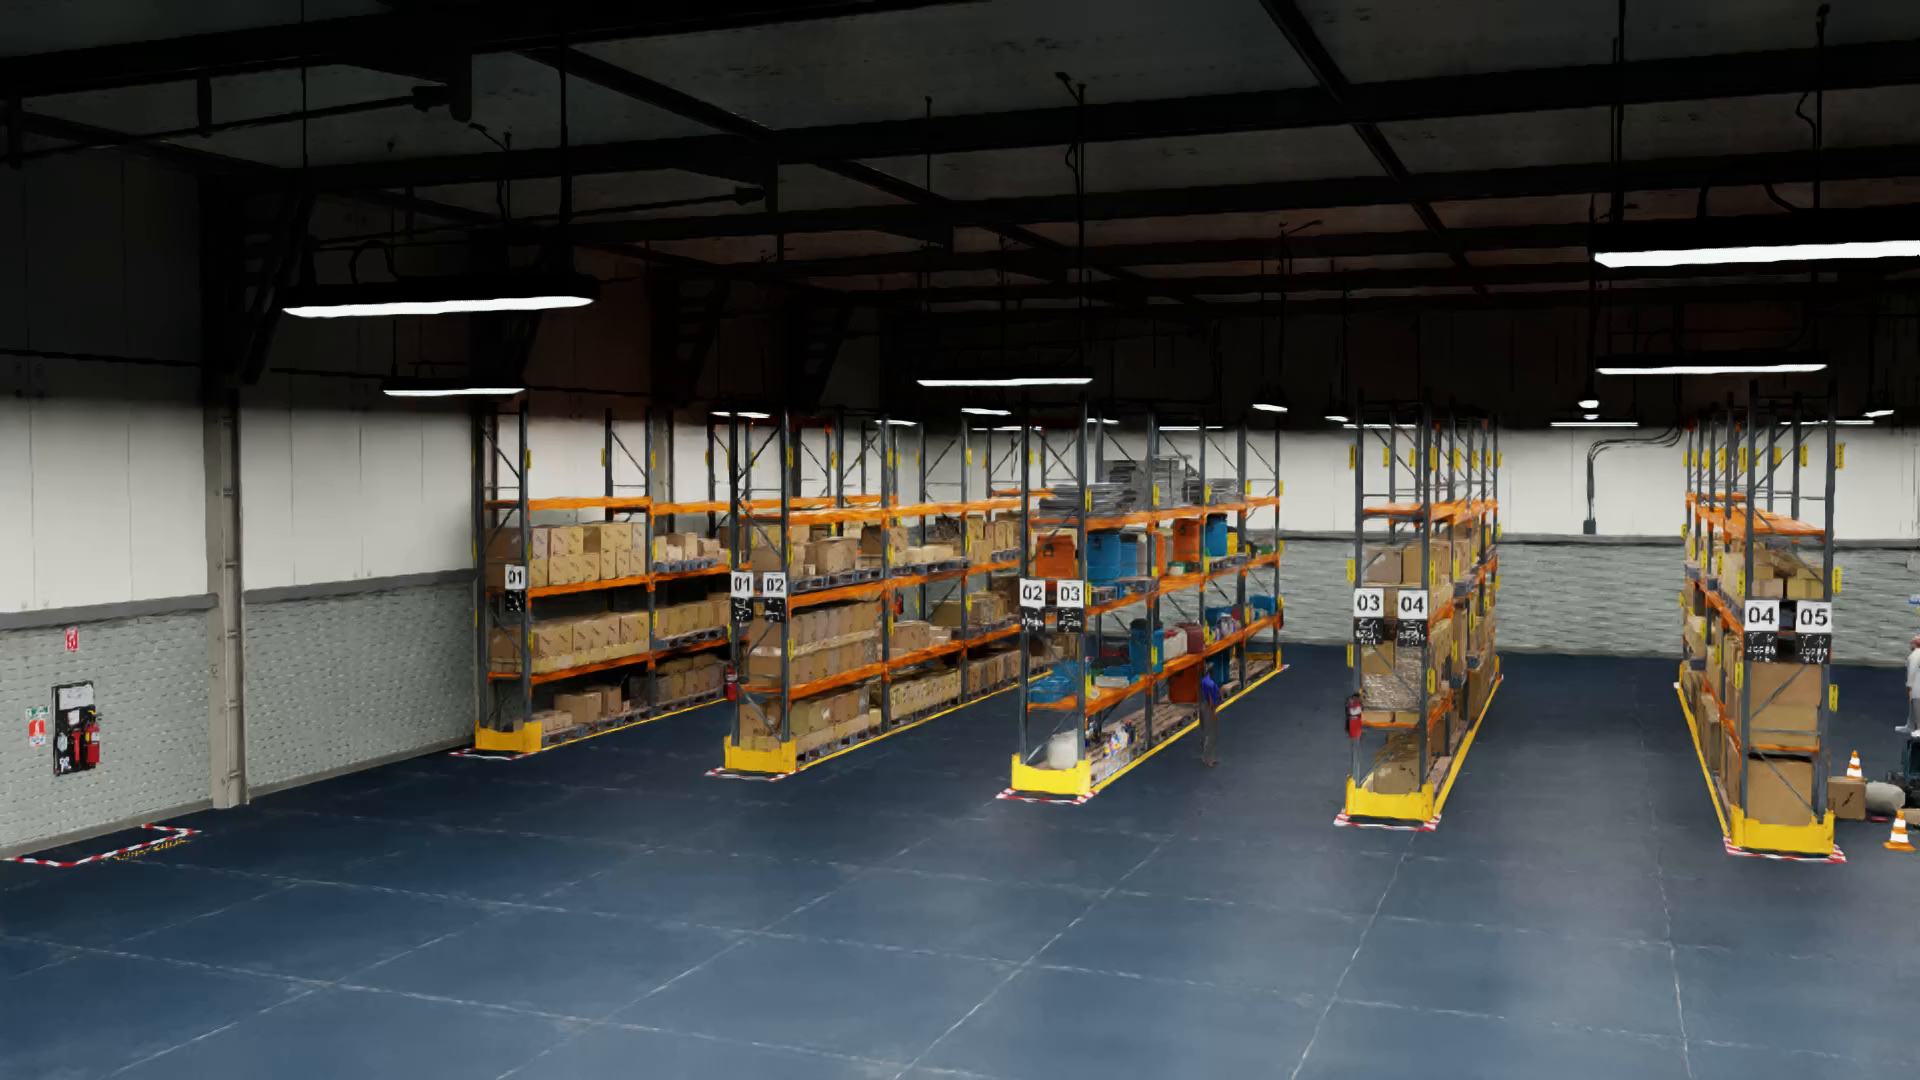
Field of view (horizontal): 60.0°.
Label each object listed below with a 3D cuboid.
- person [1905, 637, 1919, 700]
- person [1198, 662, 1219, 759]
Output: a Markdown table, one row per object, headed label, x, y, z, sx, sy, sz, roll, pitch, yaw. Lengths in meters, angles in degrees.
| label | x | y | z | sx | sy | sz | roll | pitch | yaw |
| --- | --- | --- | --- | --- | --- | --- | --- | --- | --- |
| person | 17.301 | 2.316 | 30.023 | 0.402 | 1.134 | 0.680 | 3 | 4 | 43 |
| person | 4.090 | 2.799 | 27.396 | 0.310 | 1.591 | 0.494 | 0 | 3 | -7 |
